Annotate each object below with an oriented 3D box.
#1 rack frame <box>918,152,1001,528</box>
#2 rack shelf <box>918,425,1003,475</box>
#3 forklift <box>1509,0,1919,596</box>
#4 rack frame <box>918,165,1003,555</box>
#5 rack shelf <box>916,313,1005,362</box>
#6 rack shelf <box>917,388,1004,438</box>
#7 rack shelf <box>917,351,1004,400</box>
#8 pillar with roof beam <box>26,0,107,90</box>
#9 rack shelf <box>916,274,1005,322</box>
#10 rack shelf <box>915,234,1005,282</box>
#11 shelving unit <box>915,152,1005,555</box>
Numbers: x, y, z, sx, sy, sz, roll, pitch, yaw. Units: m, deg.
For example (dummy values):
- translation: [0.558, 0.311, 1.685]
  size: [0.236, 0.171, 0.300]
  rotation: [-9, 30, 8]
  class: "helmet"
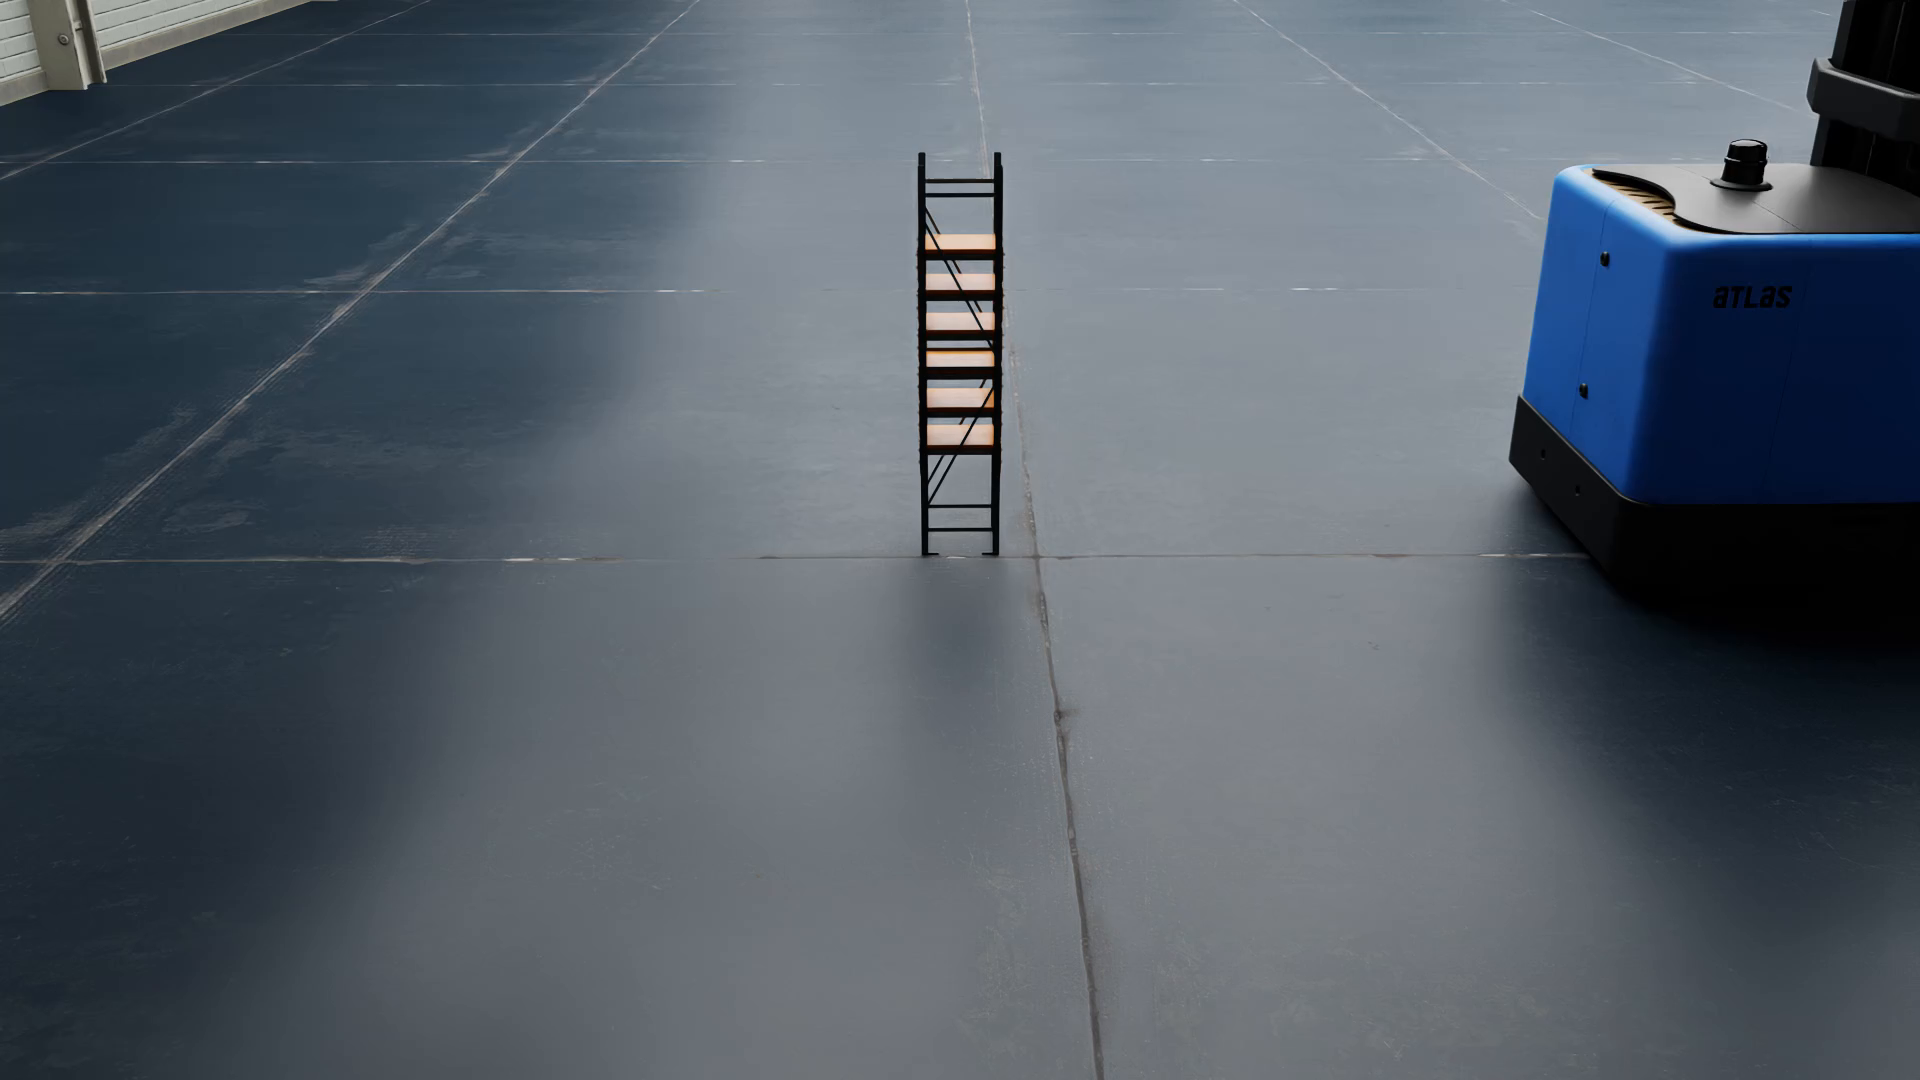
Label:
- translation: [-0.001, -0.578, 5.073]
  size: [0.240, 1.200, 0.006]
  rotation: [0, 24, -1]
  class: "rack frame"
- translation: [0.000, -0.282, 5.107]
  size: [0.258, 0.103, 0.180]
  rotation: [0, 24, -1]
  class: "rack shelf"
- translation: [3.396, -1.376, 4.735]
  size: [3.031, 2.935, 1.130]
  rotation: [-1, 24, -2]
  class: "forklift"
- translation: [0.001, -0.503, 4.906]
  size: [0.240, 1.200, 0.006]
  rotation: [0, 24, -1]
  class: "rack frame"
- translation: [0.000, -0.610, 4.958]
  size: [0.258, 0.103, 0.180]
  rotation: [0, 24, -1]
  class: "rack shelf"
- translation: [0.000, -0.391, 5.057]
  size: [0.258, 0.103, 0.180]
  rotation: [0, 24, -1]
  class: "rack shelf"
- translation: [0.000, -0.500, 5.008]
  size: [0.258, 0.103, 0.180]
  rotation: [0, 24, -1]
  class: "rack shelf"
- translation: [-2.741, -7.743, 11.451]
  size: [9.100, 9.000, 0.400]
  rotation: [0, 24, -1]
  class: "pillar with roof beam"
- translation: [0.000, -0.719, 4.909]
  size: [0.258, 0.103, 0.180]
  rotation: [0, 24, -1]
  class: "rack shelf"
- translation: [0.000, -0.828, 4.860]
  size: [0.258, 0.103, 0.180]
  rotation: [0, 24, -1]
  class: "rack shelf"
- translation: [0.000, -0.541, 4.990]
  size: [0.258, 1.200, 0.189]
  rotation: [0, 24, -1]
  class: "shelving unit"
